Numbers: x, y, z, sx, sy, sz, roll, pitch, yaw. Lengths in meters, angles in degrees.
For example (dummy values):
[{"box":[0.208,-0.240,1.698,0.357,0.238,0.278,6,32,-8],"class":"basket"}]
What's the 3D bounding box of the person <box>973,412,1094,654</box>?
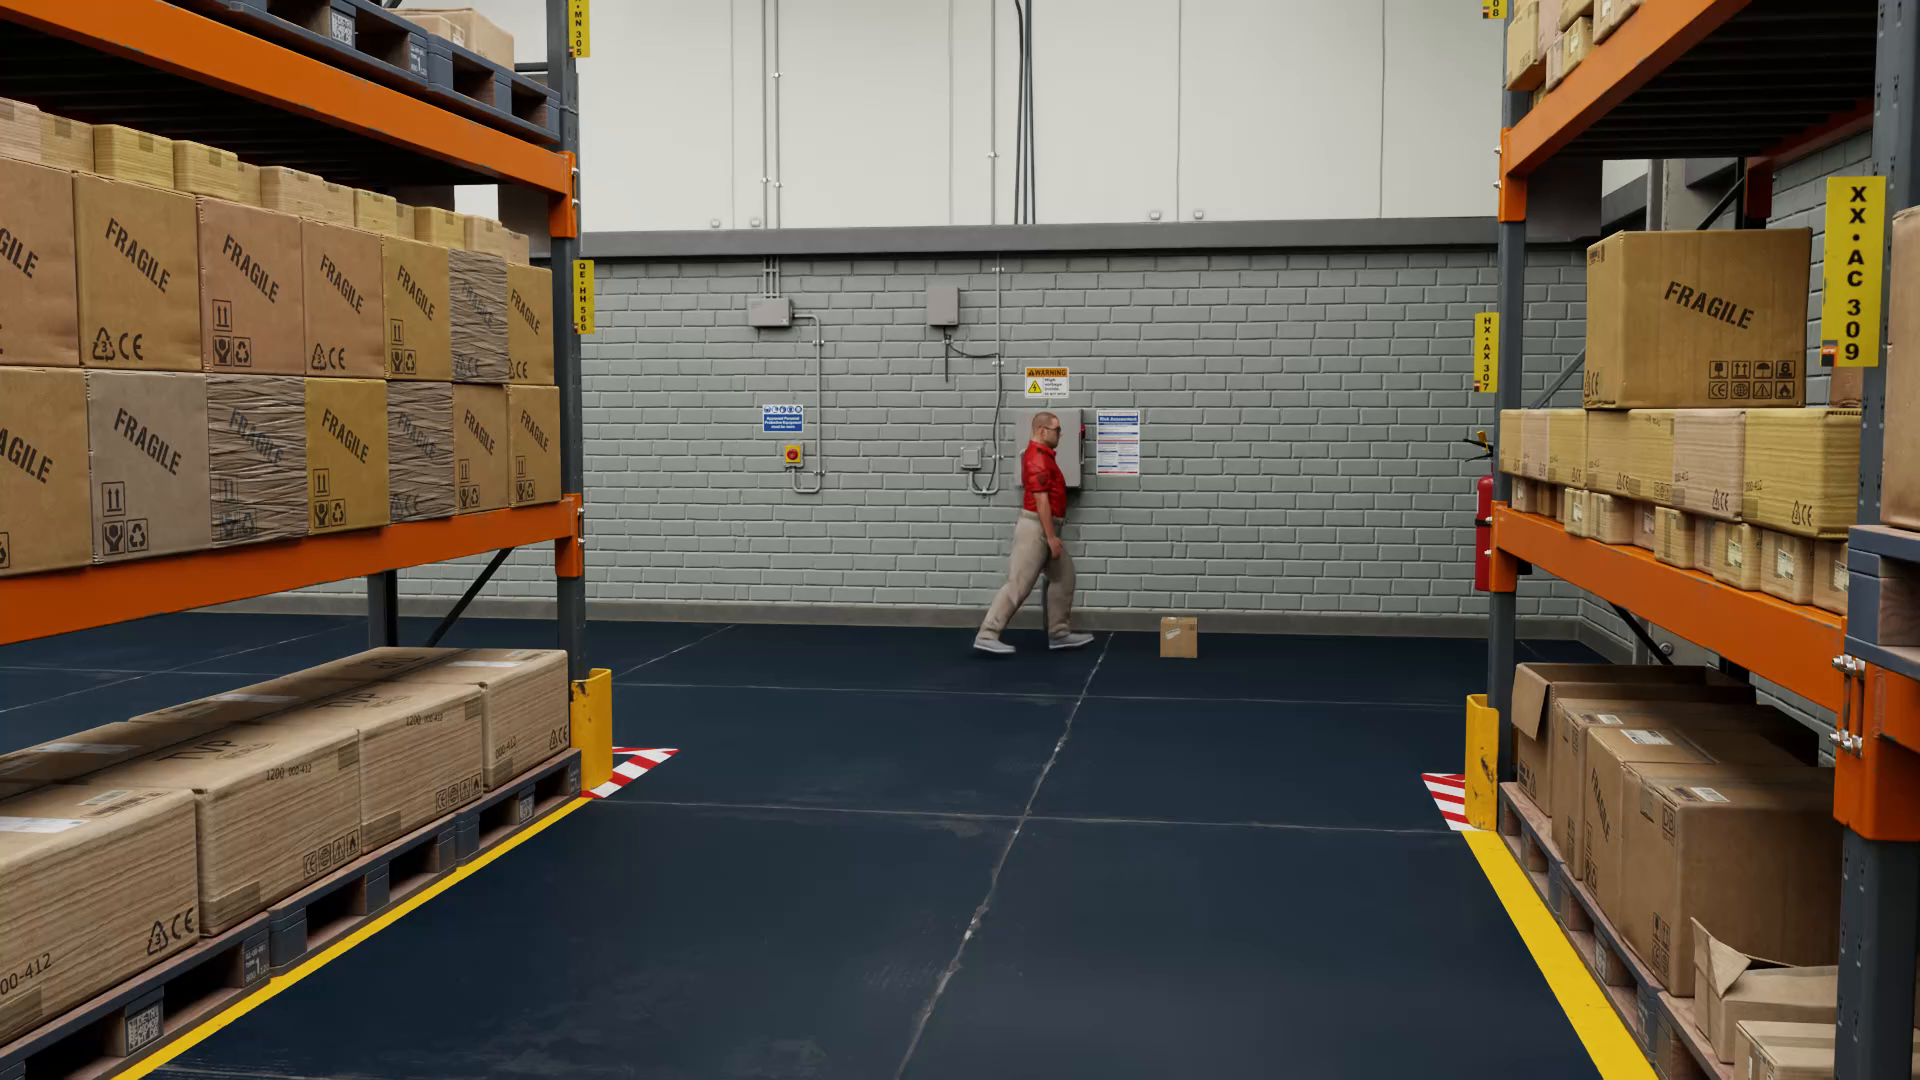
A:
[{"box":[0.520,-0.047,11.546,0.847,1.682,0.636,0,4,3],"class":"person"}]
